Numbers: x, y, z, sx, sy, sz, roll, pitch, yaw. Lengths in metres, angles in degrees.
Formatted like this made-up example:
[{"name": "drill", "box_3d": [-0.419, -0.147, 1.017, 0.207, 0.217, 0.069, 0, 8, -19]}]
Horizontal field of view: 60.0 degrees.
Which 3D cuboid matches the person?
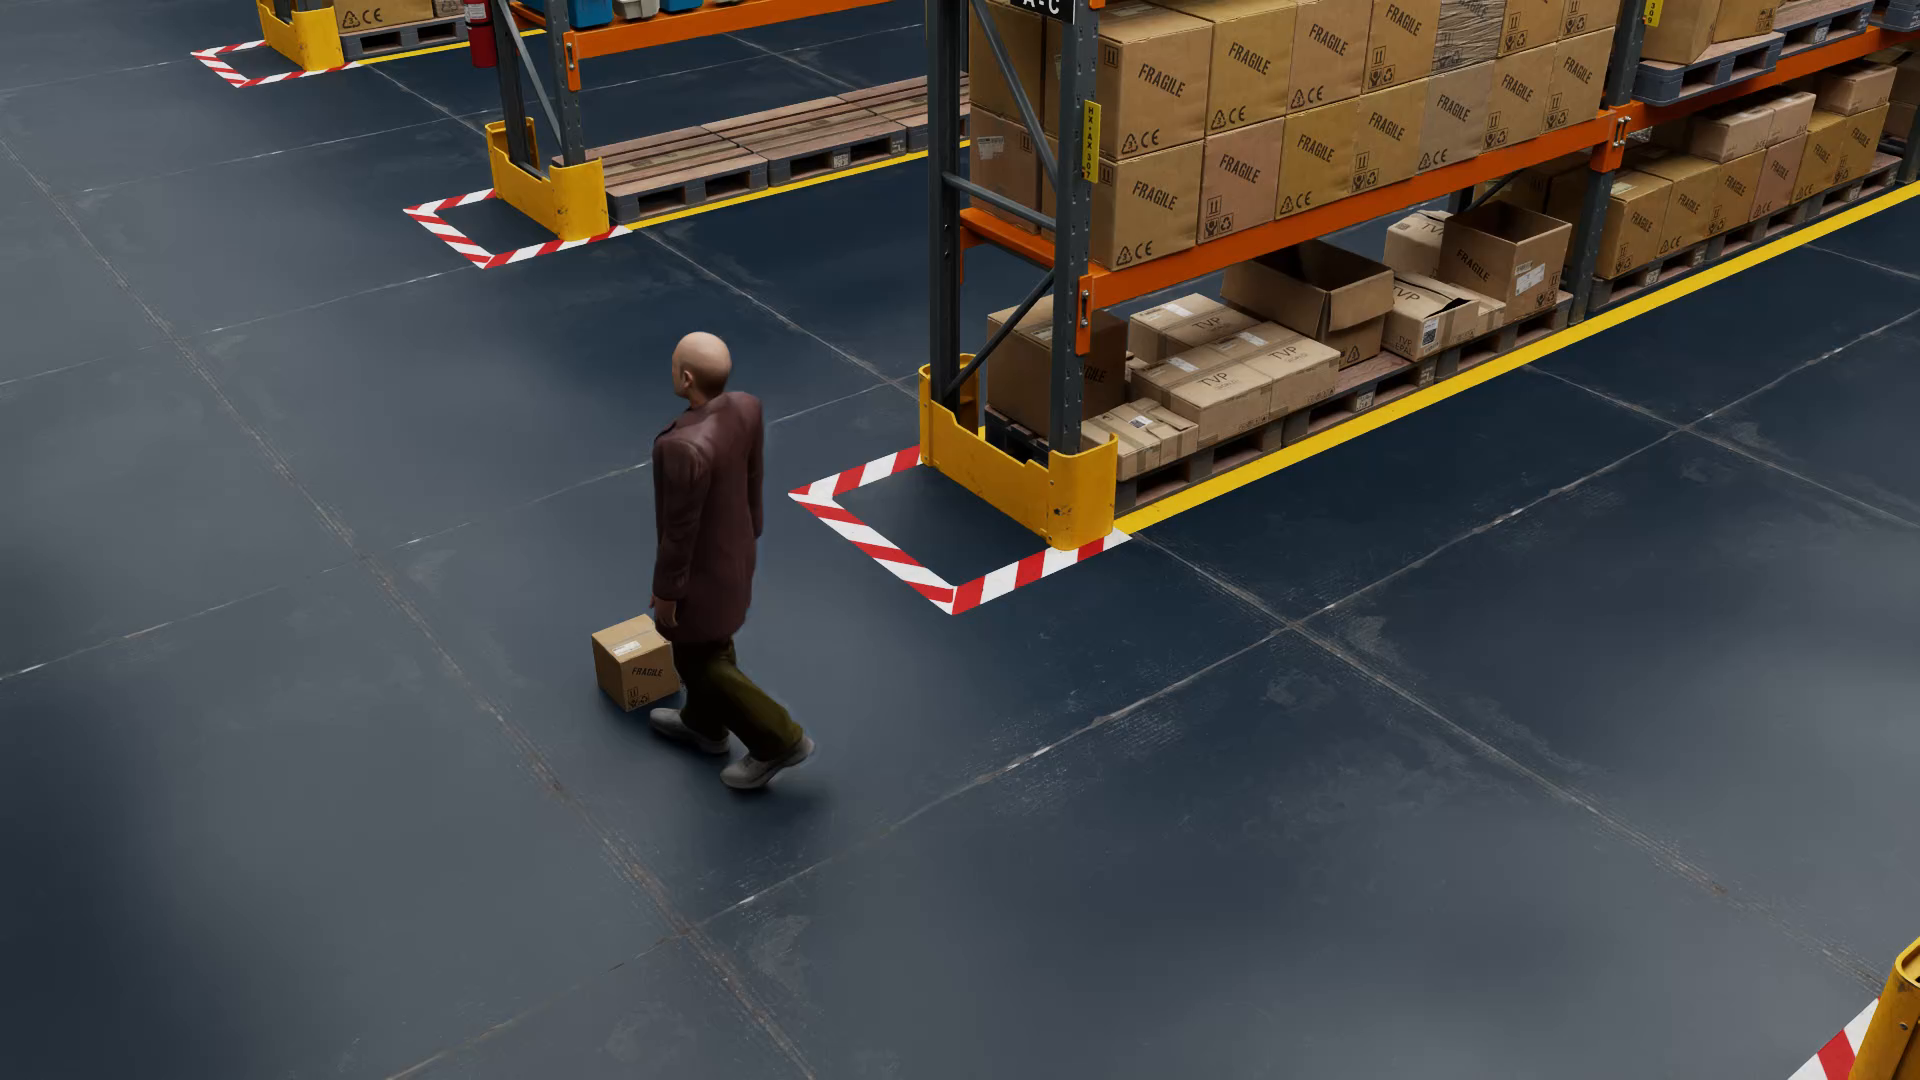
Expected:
[{"name": "person", "box_3d": [-0.897, 0.085, 6.001, 0.757, 1.773, 0.602, 10, 33, 15]}]
